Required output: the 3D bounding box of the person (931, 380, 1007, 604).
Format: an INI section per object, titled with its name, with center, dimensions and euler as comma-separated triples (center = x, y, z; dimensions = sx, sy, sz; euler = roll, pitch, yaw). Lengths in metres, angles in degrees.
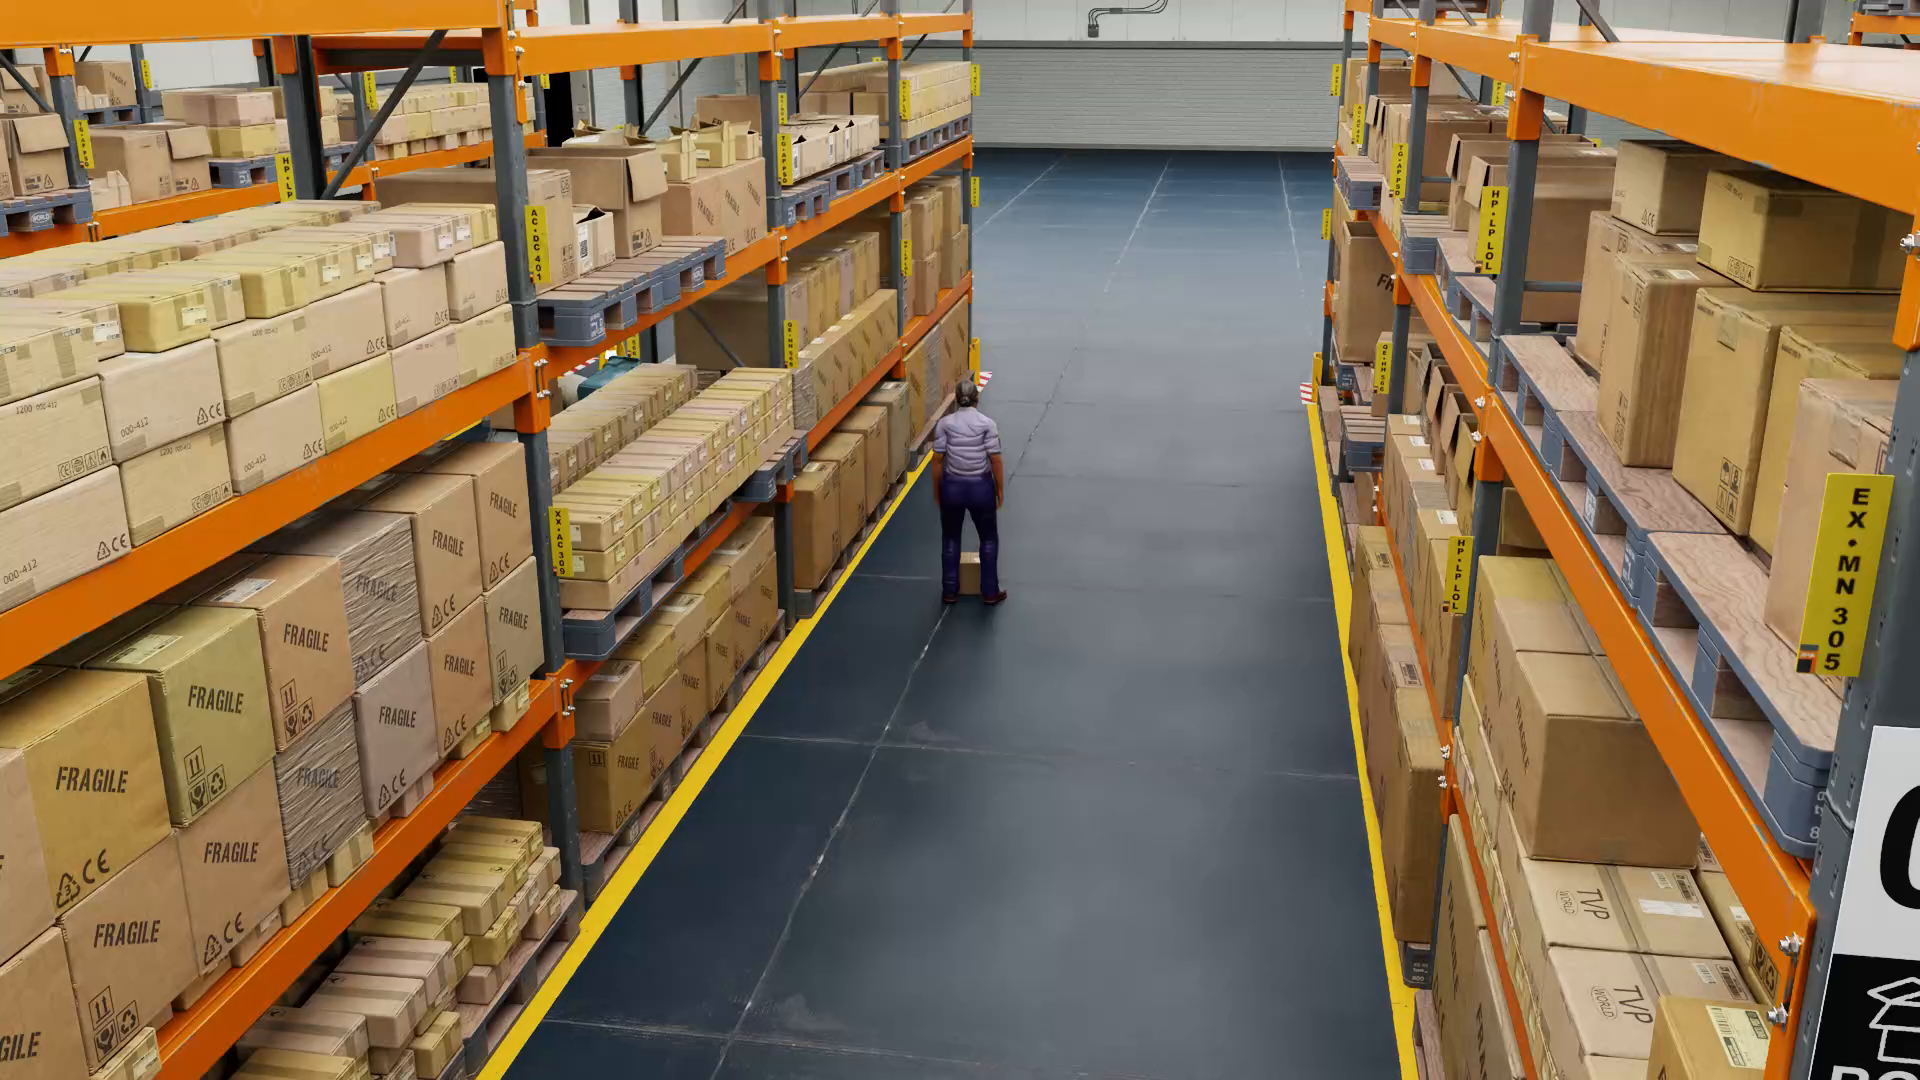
[person]
center = 0.065, -0.341, 12.115
dimensions = 0.545, 1.652, 0.371
euler = 3, 18, 8
